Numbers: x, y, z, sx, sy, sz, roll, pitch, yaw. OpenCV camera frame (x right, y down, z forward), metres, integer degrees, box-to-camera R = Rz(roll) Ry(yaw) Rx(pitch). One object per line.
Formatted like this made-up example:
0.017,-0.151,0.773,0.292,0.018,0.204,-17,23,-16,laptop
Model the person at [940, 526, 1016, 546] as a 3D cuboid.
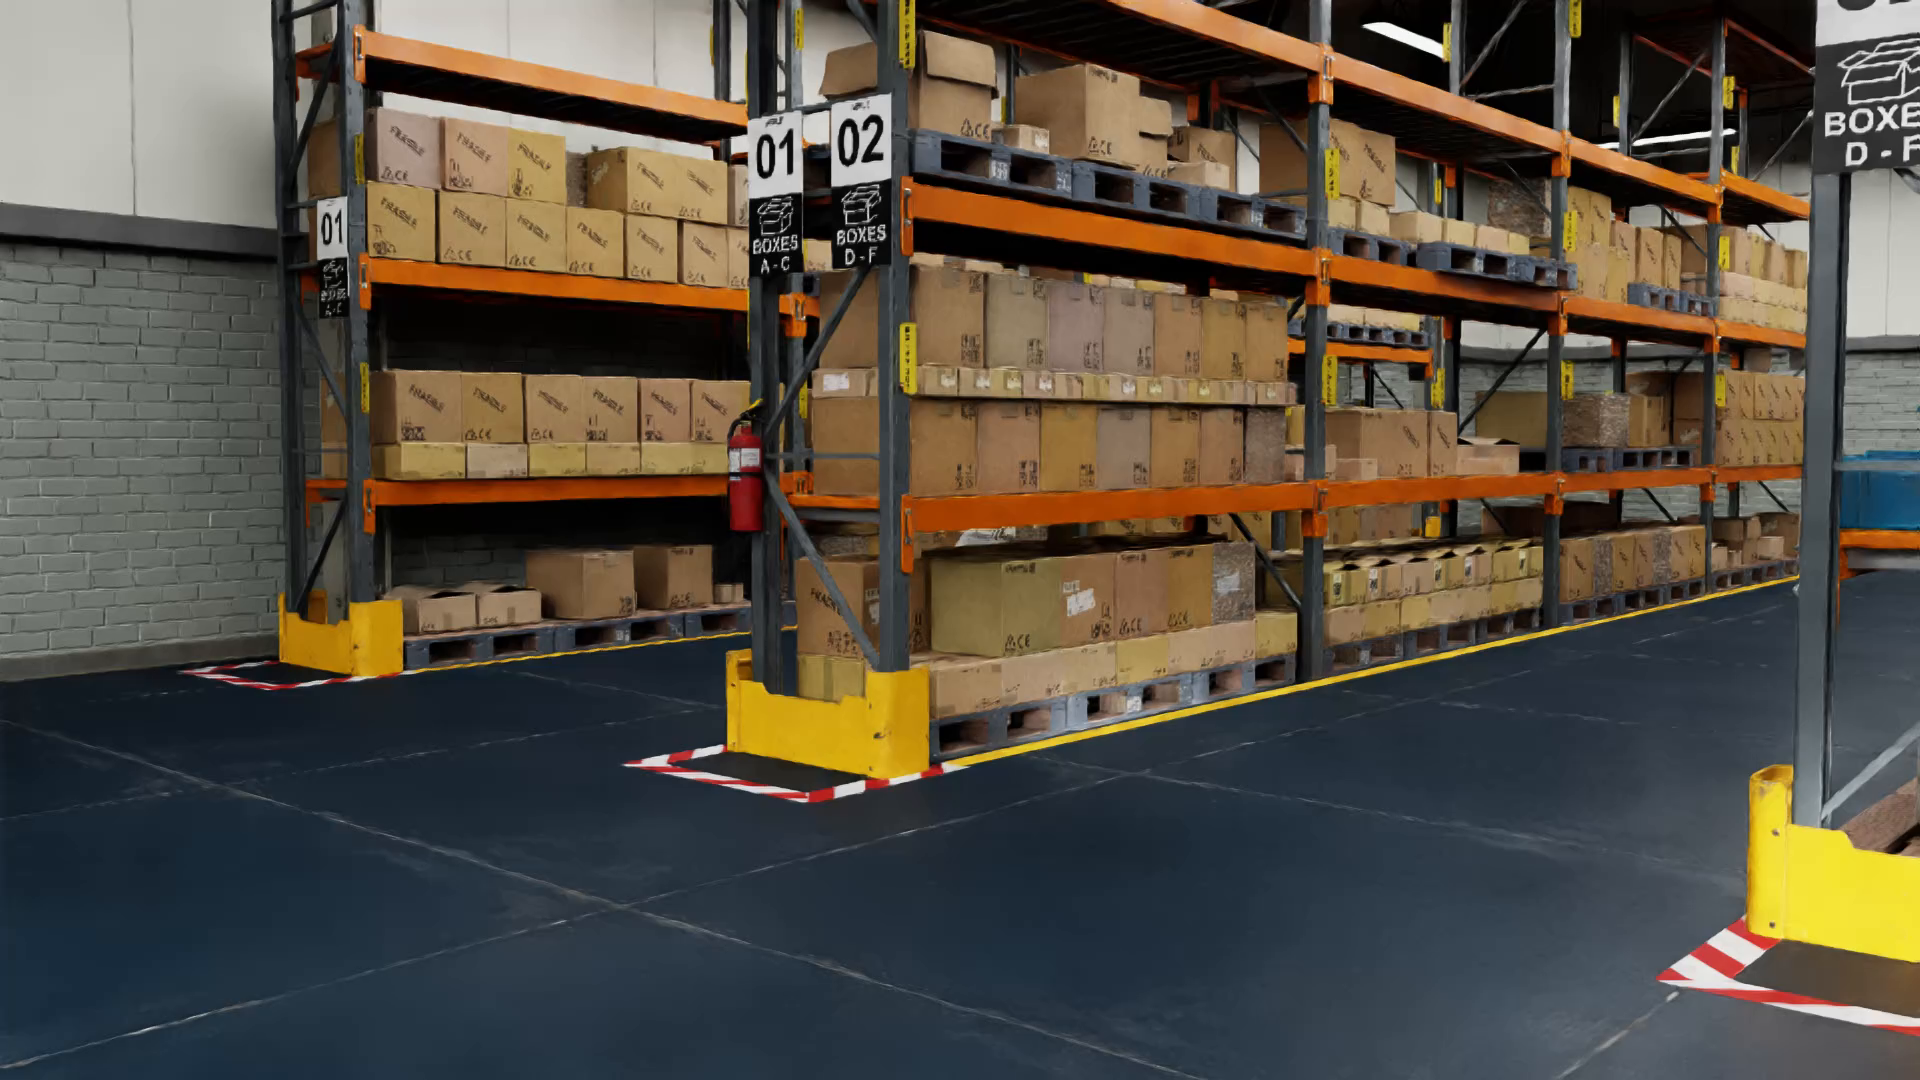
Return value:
0.179,-0.008,11.892,0.724,1.749,0.485,2,4,32,person
